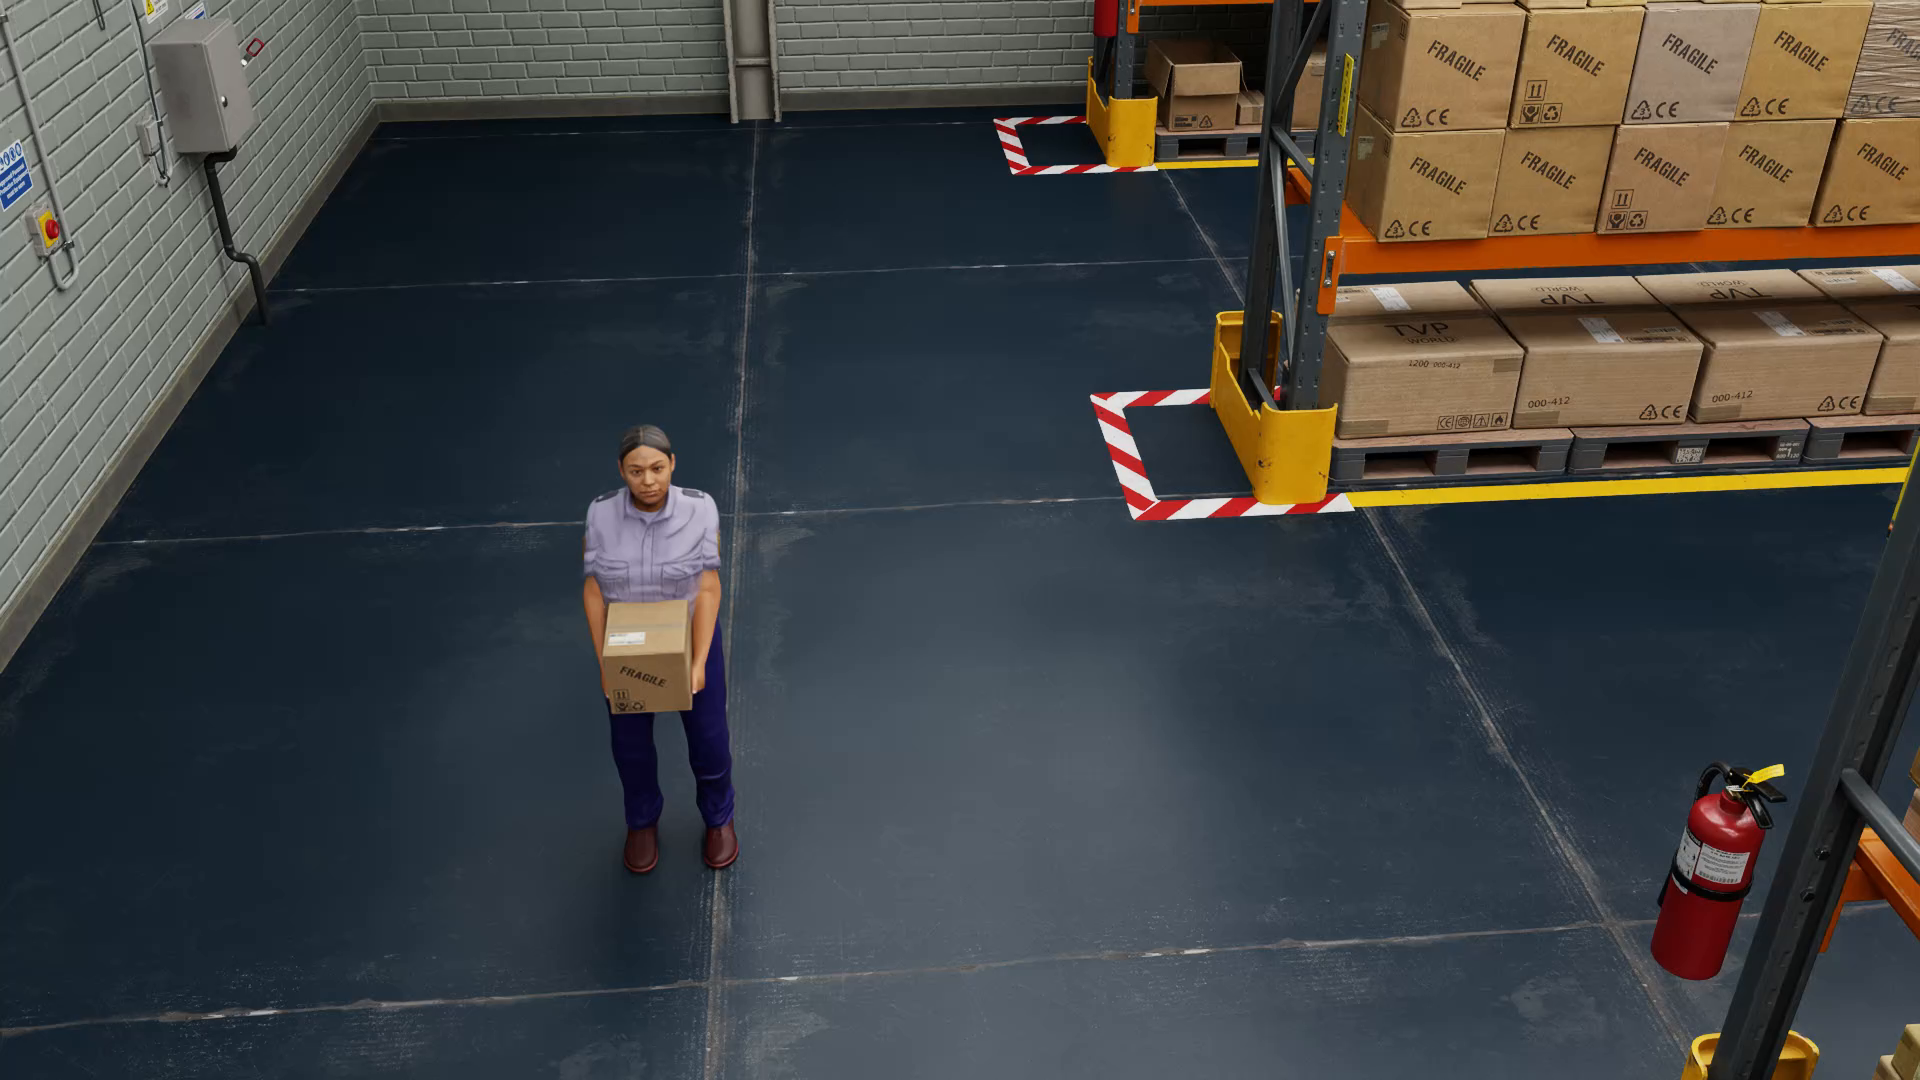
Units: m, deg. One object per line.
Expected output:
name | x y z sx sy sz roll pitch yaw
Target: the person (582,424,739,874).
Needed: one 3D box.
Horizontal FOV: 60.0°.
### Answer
person | -0.984 0.422 5.476 0.449 1.630 0.522 -2 31 -4
